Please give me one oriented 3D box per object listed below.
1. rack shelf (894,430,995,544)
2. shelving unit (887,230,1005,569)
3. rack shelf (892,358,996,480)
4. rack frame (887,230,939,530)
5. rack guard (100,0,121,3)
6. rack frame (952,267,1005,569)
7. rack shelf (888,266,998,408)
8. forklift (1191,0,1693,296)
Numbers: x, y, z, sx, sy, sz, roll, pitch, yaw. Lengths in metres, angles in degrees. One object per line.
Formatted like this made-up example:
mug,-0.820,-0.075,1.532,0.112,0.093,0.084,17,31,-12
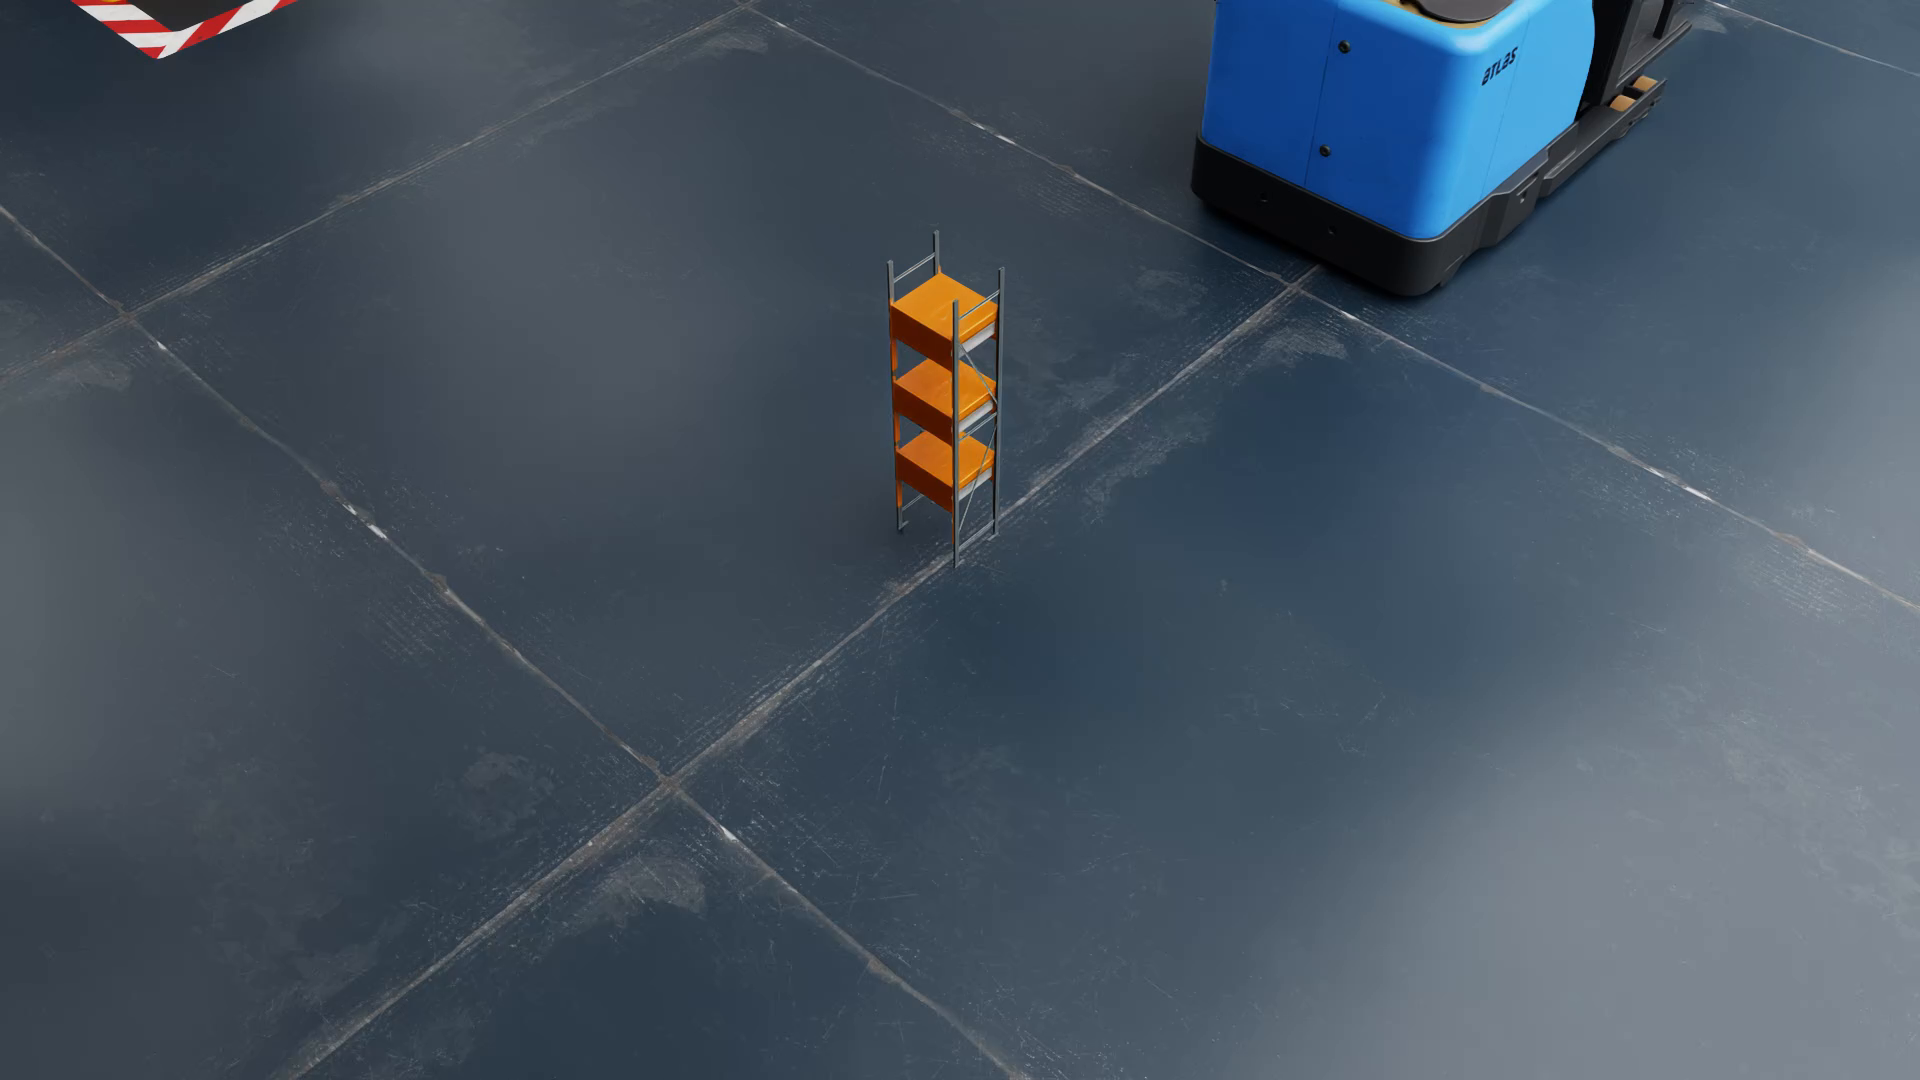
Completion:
rack shelf,-0.039,-0.188,5.102,0.240,0.259,0.215,34,55,28
shelving unit,-0.039,-0.386,4.892,0.252,1.050,0.215,34,55,28
rack shelf,-0.039,-0.379,4.900,0.240,0.259,0.215,34,55,28
rack frame,-0.129,-0.446,4.949,0.008,1.050,0.200,34,55,28
rack guard,-3.584,-2.985,7.710,0.348,0.500,1.175,34,55,28
rack frame,0.050,-0.326,4.835,0.008,1.050,0.200,34,55,28
rack shelf,-0.039,-0.573,4.693,0.240,0.259,0.215,34,55,28
forklift,2.255,-2.872,5.936,1.130,2.935,3.031,34,55,27
